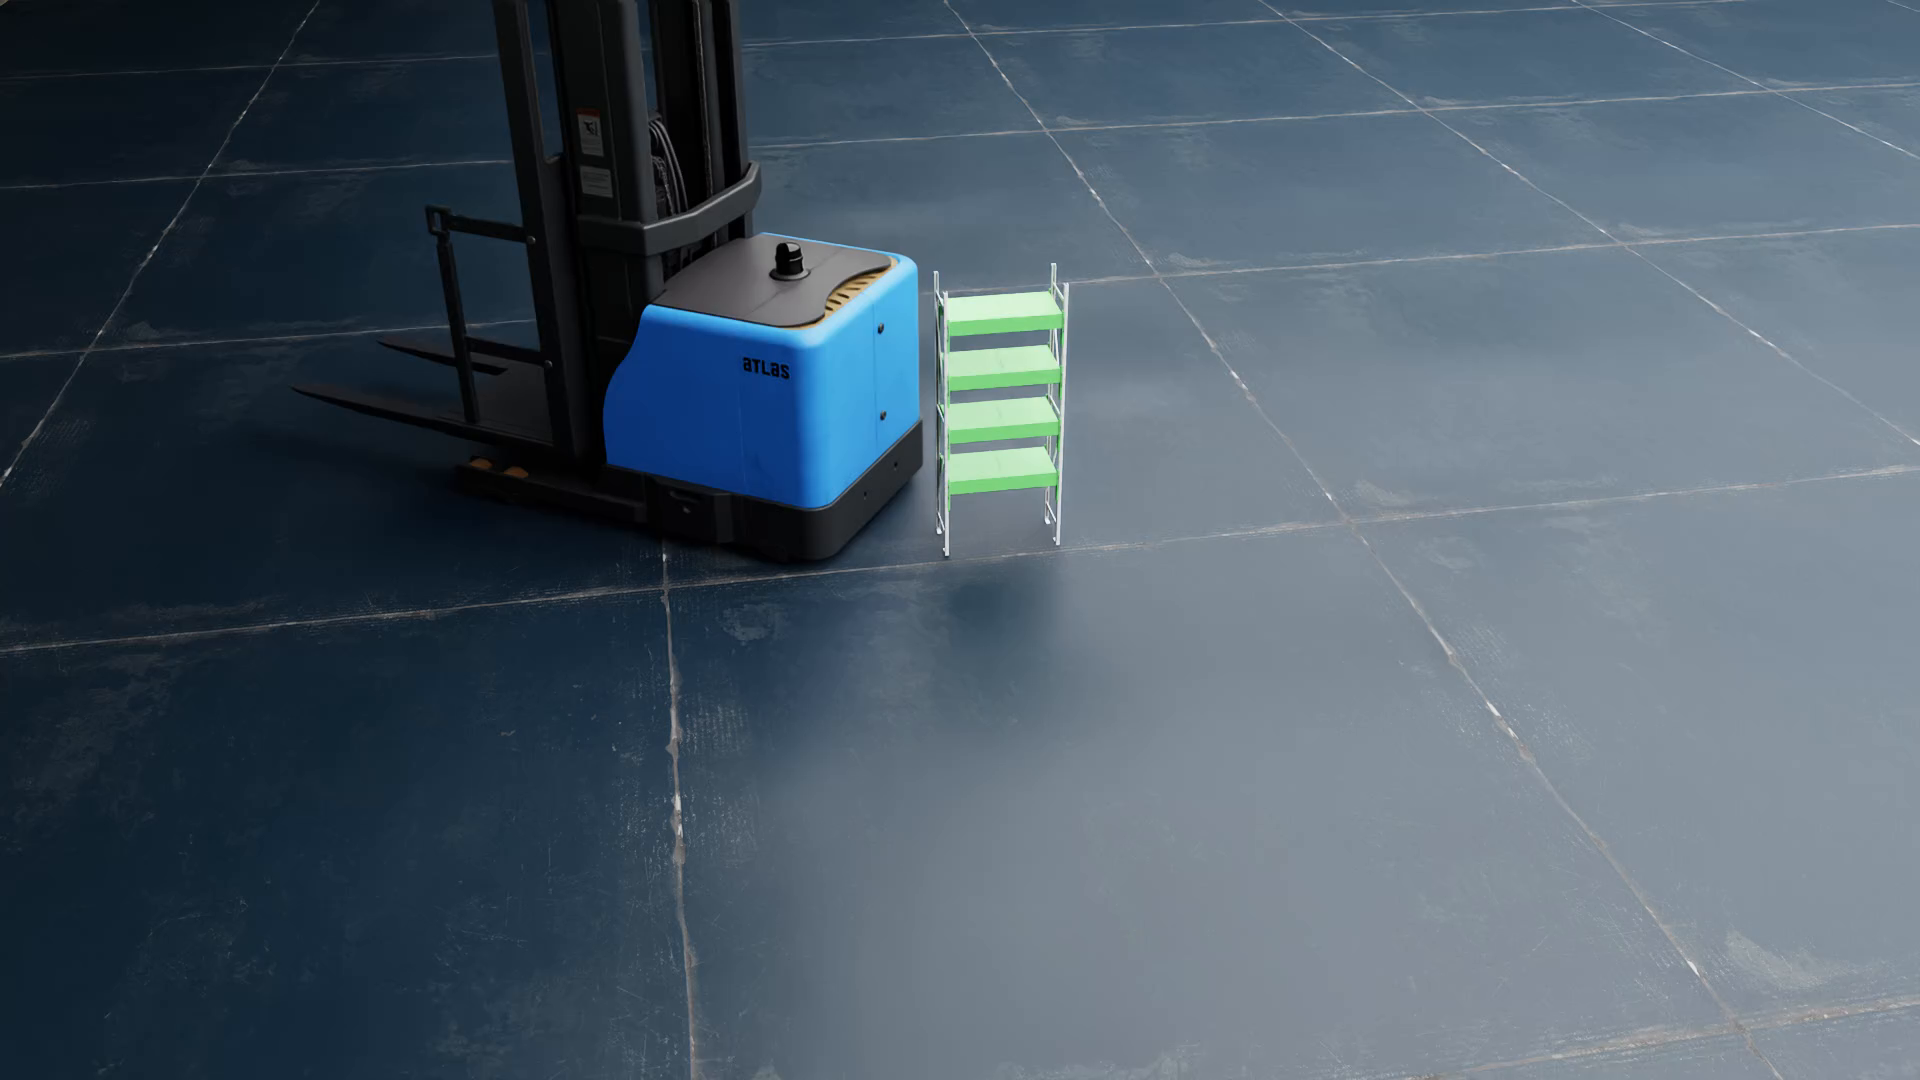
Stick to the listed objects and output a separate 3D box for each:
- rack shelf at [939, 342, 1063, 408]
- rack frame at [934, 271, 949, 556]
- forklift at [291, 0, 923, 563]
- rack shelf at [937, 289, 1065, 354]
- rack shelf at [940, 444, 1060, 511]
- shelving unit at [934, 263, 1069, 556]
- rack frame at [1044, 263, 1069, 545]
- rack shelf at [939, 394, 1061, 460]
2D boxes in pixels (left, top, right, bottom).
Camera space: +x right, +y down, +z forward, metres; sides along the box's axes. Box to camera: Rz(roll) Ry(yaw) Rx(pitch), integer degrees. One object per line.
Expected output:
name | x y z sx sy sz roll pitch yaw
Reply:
rack shelf | 0.163 -0.684 6.882 0.480 0.148 0.258 -5 31 -9
rack frame | -0.077 -0.510 6.934 0.015 1.200 0.240 -5 31 -9
forklift | -1.732 -1.655 7.174 3.031 2.935 1.130 13 33 21
rack shelf | 0.163 -0.891 6.761 0.480 0.148 0.258 -5 31 -9
rack shelf | 0.163 -0.270 7.126 0.480 0.148 0.258 -5 31 -9
shelving unit | 0.163 -0.532 6.972 0.503 1.200 0.258 -5 31 -9
rack frame | 0.403 -0.555 7.009 0.015 1.200 0.240 -5 31 -9
rack shelf | 0.163 -0.477 7.004 0.480 0.148 0.258 -5 31 -9
